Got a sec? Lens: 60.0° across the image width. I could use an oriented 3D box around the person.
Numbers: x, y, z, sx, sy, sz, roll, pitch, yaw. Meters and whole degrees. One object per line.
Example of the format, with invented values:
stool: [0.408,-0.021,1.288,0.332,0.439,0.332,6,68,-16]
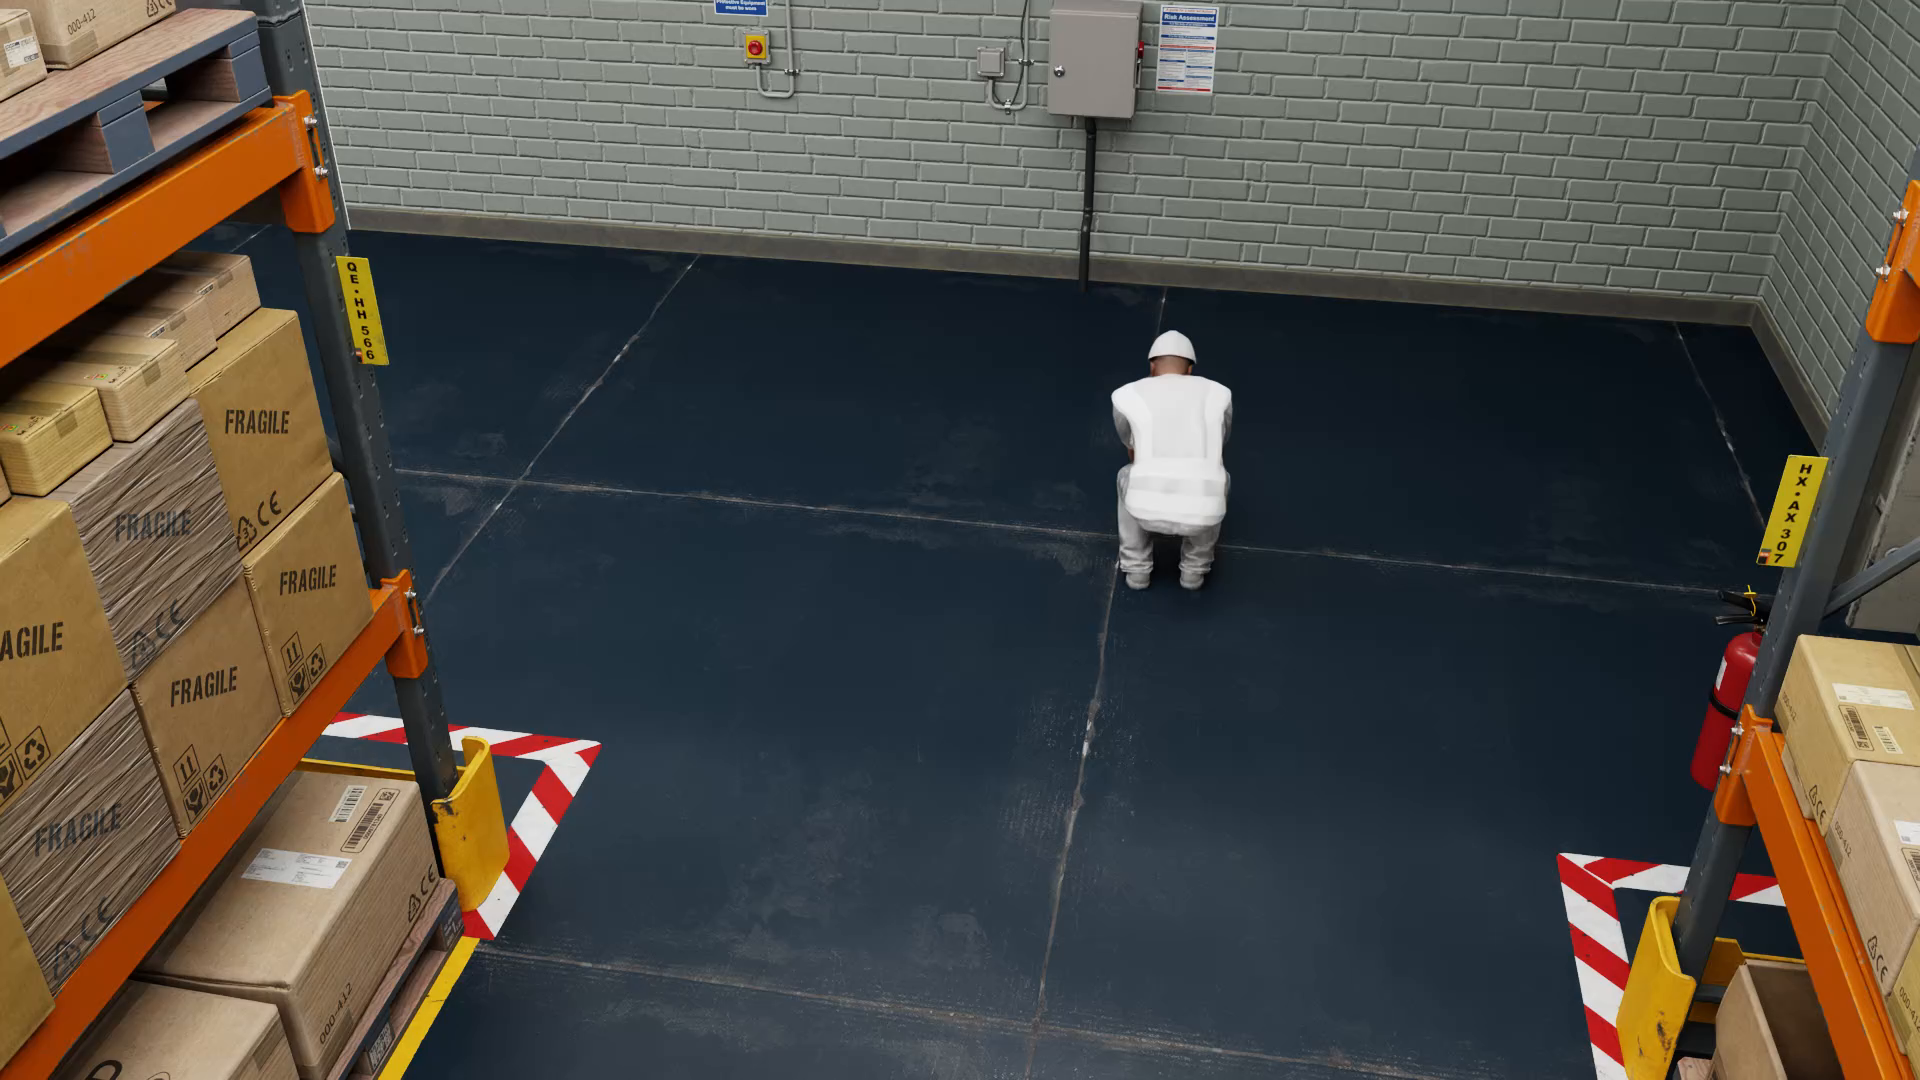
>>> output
person: [0.931,-0.327,7.379,0.555,1.007,0.896,5,32,7]
